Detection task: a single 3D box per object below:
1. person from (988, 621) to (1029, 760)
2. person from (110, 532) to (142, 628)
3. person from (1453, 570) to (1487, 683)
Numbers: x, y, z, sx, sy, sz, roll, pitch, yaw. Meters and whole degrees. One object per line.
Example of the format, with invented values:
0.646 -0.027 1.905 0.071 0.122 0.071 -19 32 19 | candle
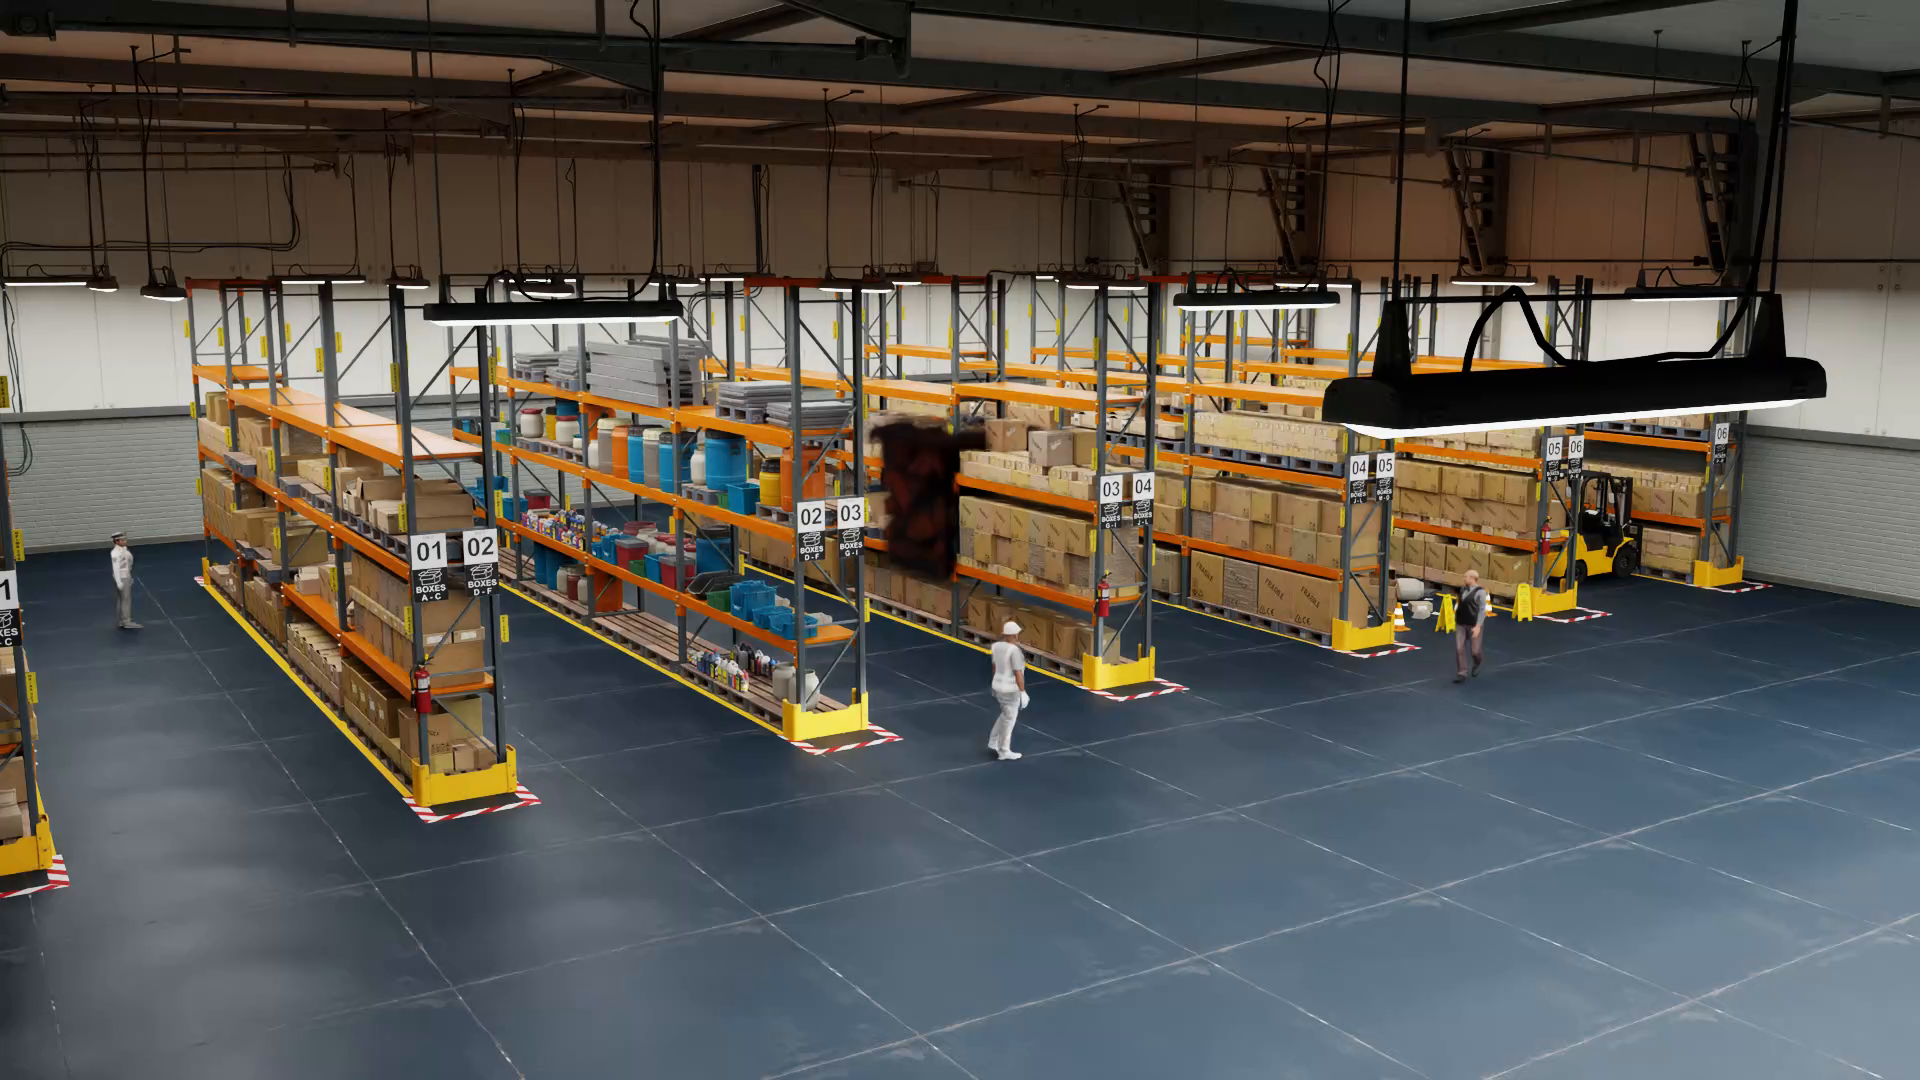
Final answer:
0.641 1.923 21.276 0.386 1.782 0.680 -5 11 -29 | person
-14.518 0.683 28.933 0.392 1.691 0.513 -4 10 -23 | person
7.743 1.299 25.246 0.511 1.695 0.652 7 12 36 | person
